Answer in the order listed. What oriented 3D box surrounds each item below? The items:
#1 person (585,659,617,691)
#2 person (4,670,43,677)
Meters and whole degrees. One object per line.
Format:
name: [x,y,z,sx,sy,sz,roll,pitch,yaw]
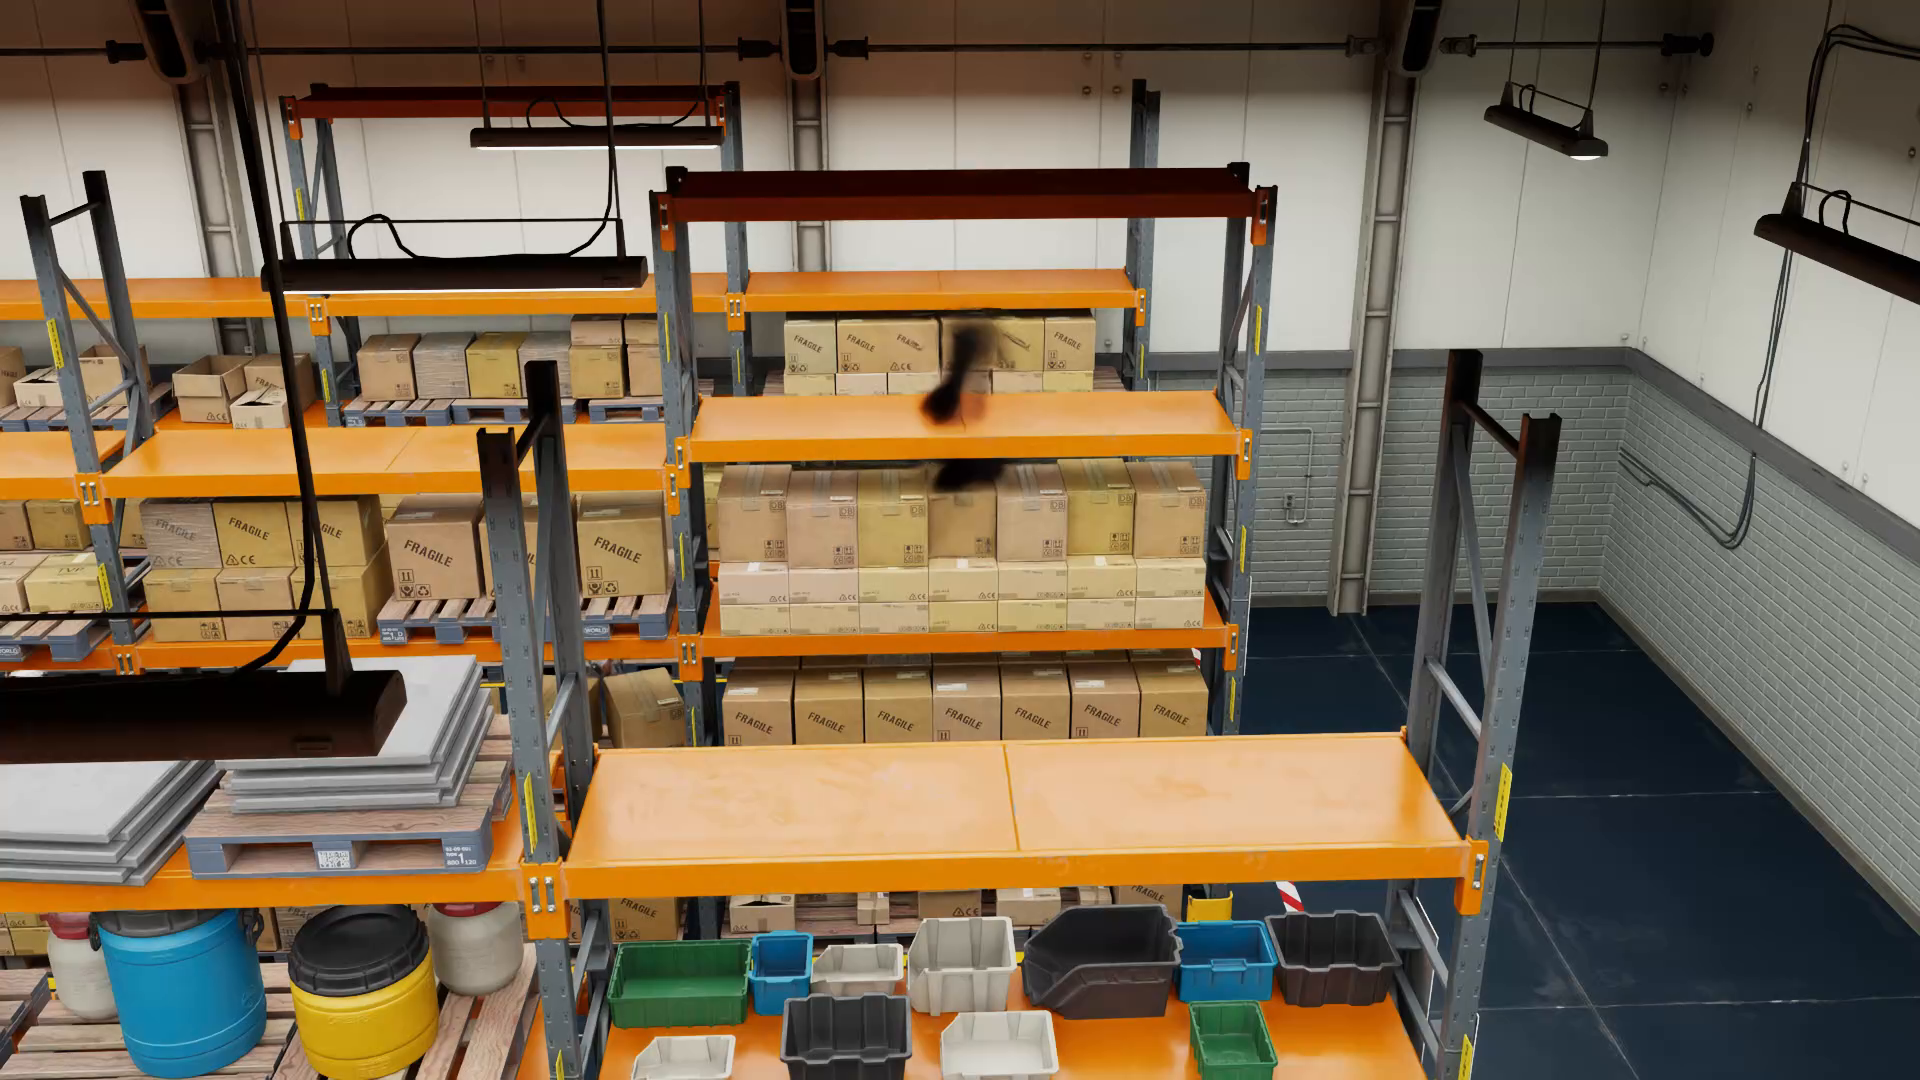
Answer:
person: [-3.475,1.222,15.965,0.955,1.658,0.576,-8,23,-18]
person: [-8.233,1.617,14.920,0.591,1.701,0.701,-7,23,-18]
